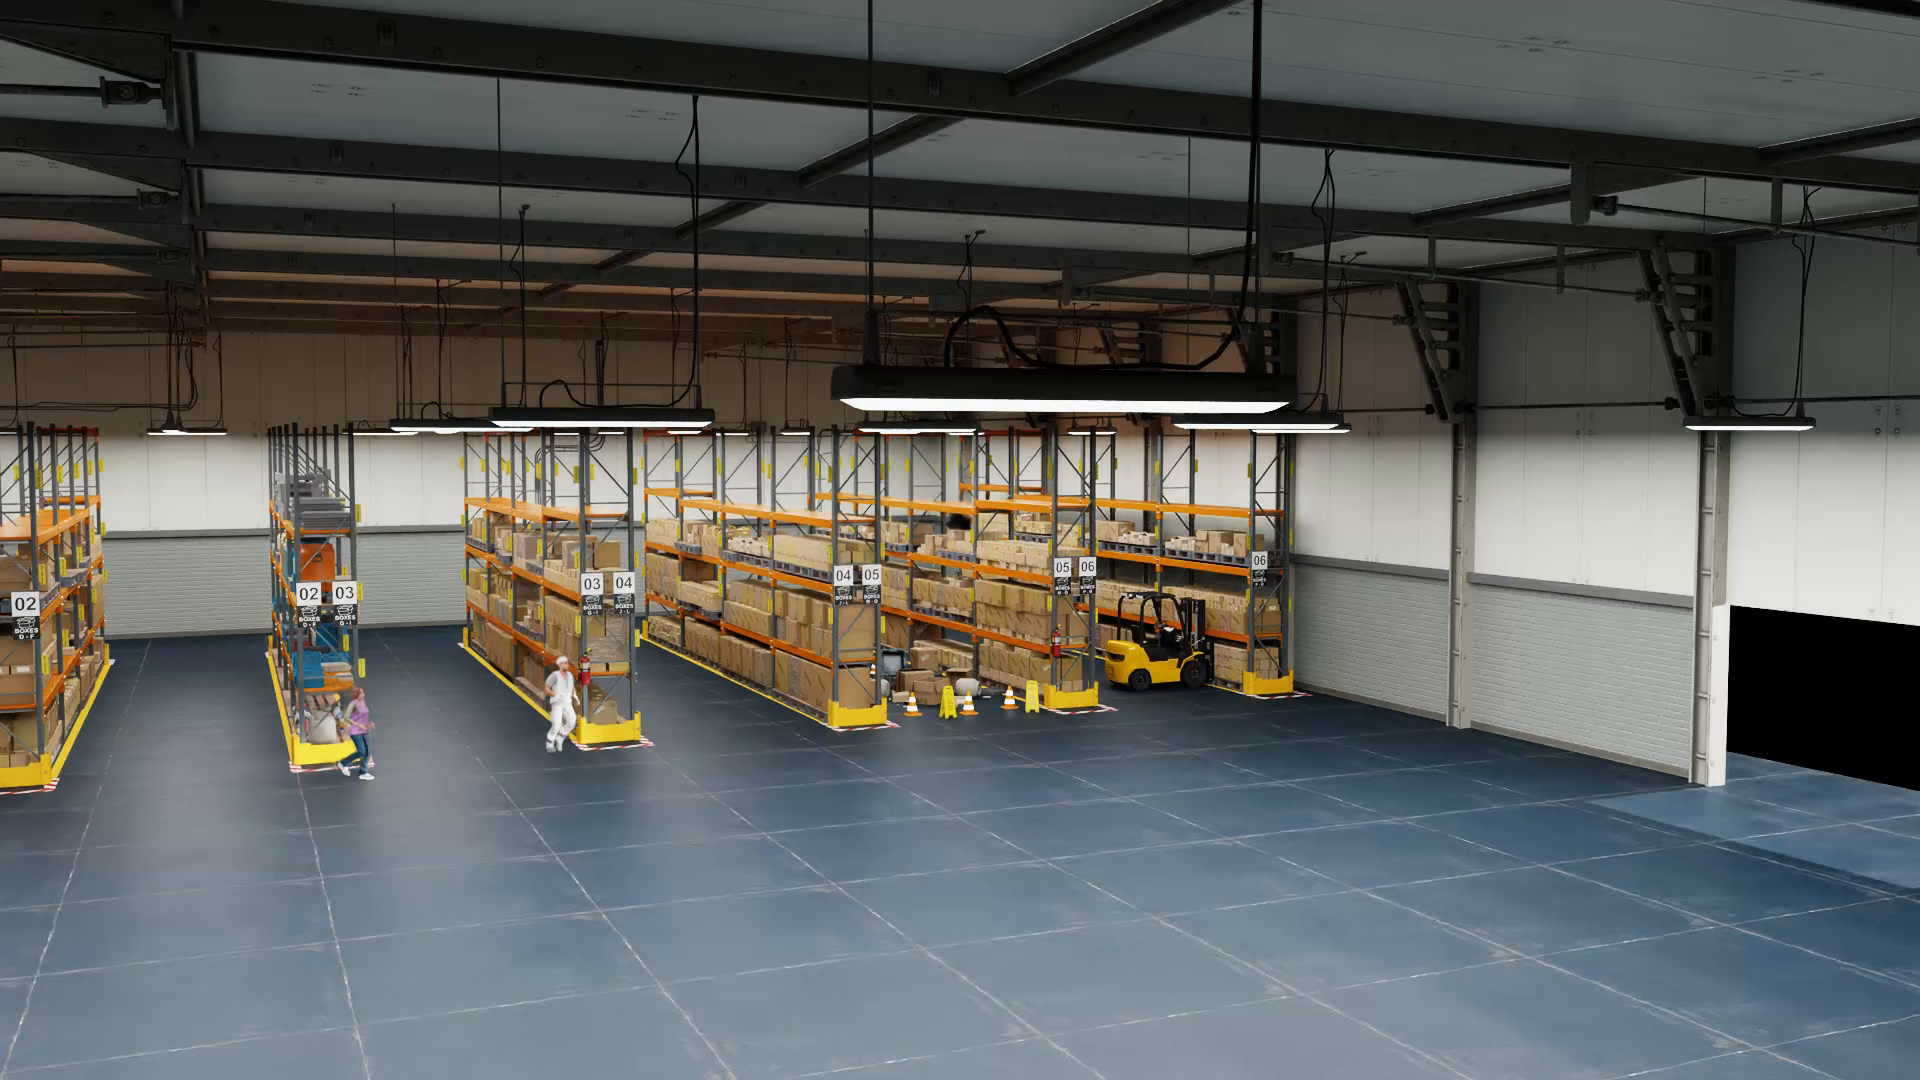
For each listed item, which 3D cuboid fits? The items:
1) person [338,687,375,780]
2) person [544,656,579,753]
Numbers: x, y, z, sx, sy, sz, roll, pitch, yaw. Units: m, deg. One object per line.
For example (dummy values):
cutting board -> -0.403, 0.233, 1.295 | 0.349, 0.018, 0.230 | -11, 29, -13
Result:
person -> -10.113, 3.236, 27.889 | 0.618, 1.569, 0.567 | 1, 4, 12
person -> -7.221, 2.990, 30.286 | 0.561, 1.743, 0.736 | 3, 5, 41
